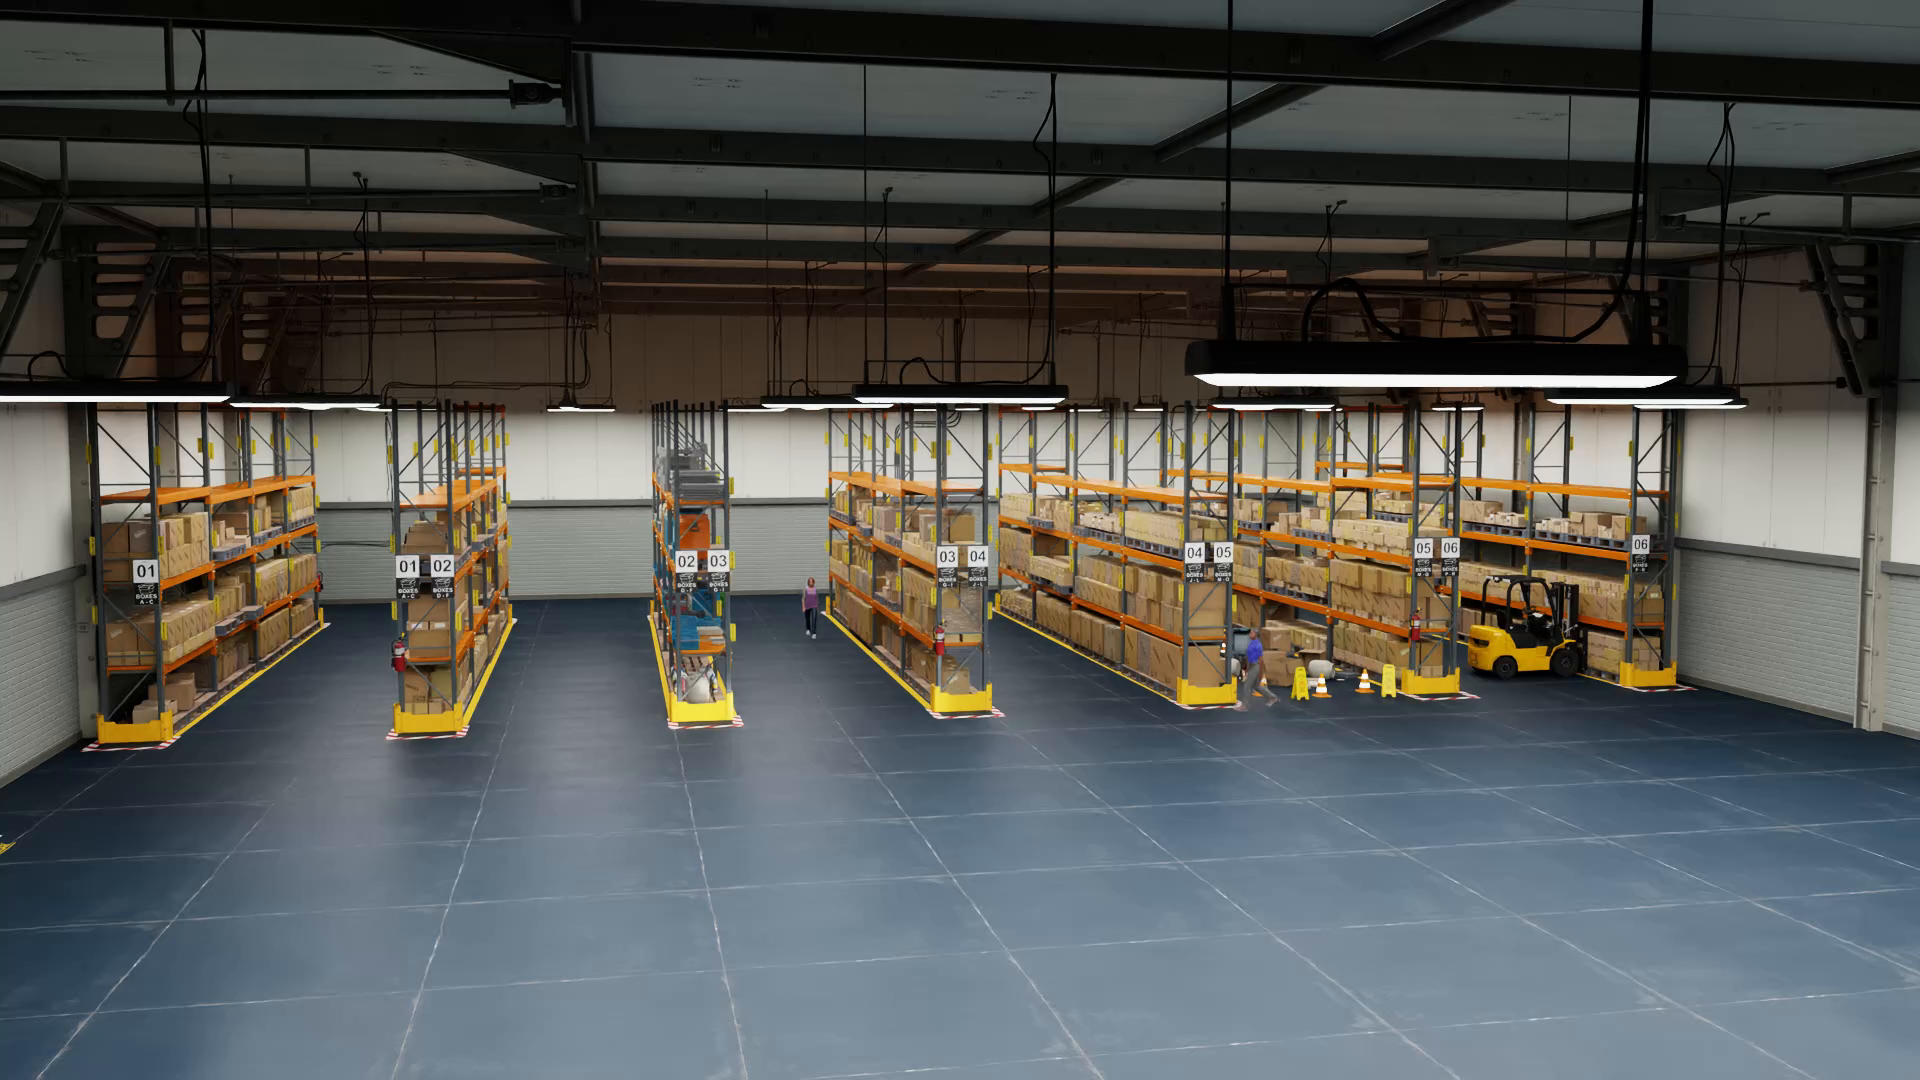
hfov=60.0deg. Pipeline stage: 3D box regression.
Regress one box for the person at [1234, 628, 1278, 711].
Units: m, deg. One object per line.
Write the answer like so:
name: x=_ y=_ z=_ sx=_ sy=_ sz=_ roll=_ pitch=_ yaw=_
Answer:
person: x=5.729 y=2.489 z=32.078 sx=0.965 sy=1.609 sz=0.446 roll=-1 pitch=4 yaw=-11

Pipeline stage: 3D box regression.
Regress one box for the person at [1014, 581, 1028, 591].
person: x=1.865 y=1.041 z=50.276 sx=0.738 sy=1.768 sz=0.645 roll=1 pitch=4 yaw=8

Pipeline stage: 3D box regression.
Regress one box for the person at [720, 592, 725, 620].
person: x=-6.724 y=1.340 z=46.321 sx=0.421 sy=1.785 sz=0.660 roll=-2 pitch=5 yaw=-24

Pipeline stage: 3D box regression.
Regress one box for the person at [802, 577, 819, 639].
person: x=-3.835 y=1.726 z=42.640 sx=0.446 sy=1.533 sz=0.998 roll=-1 pitch=4 yaw=-8
